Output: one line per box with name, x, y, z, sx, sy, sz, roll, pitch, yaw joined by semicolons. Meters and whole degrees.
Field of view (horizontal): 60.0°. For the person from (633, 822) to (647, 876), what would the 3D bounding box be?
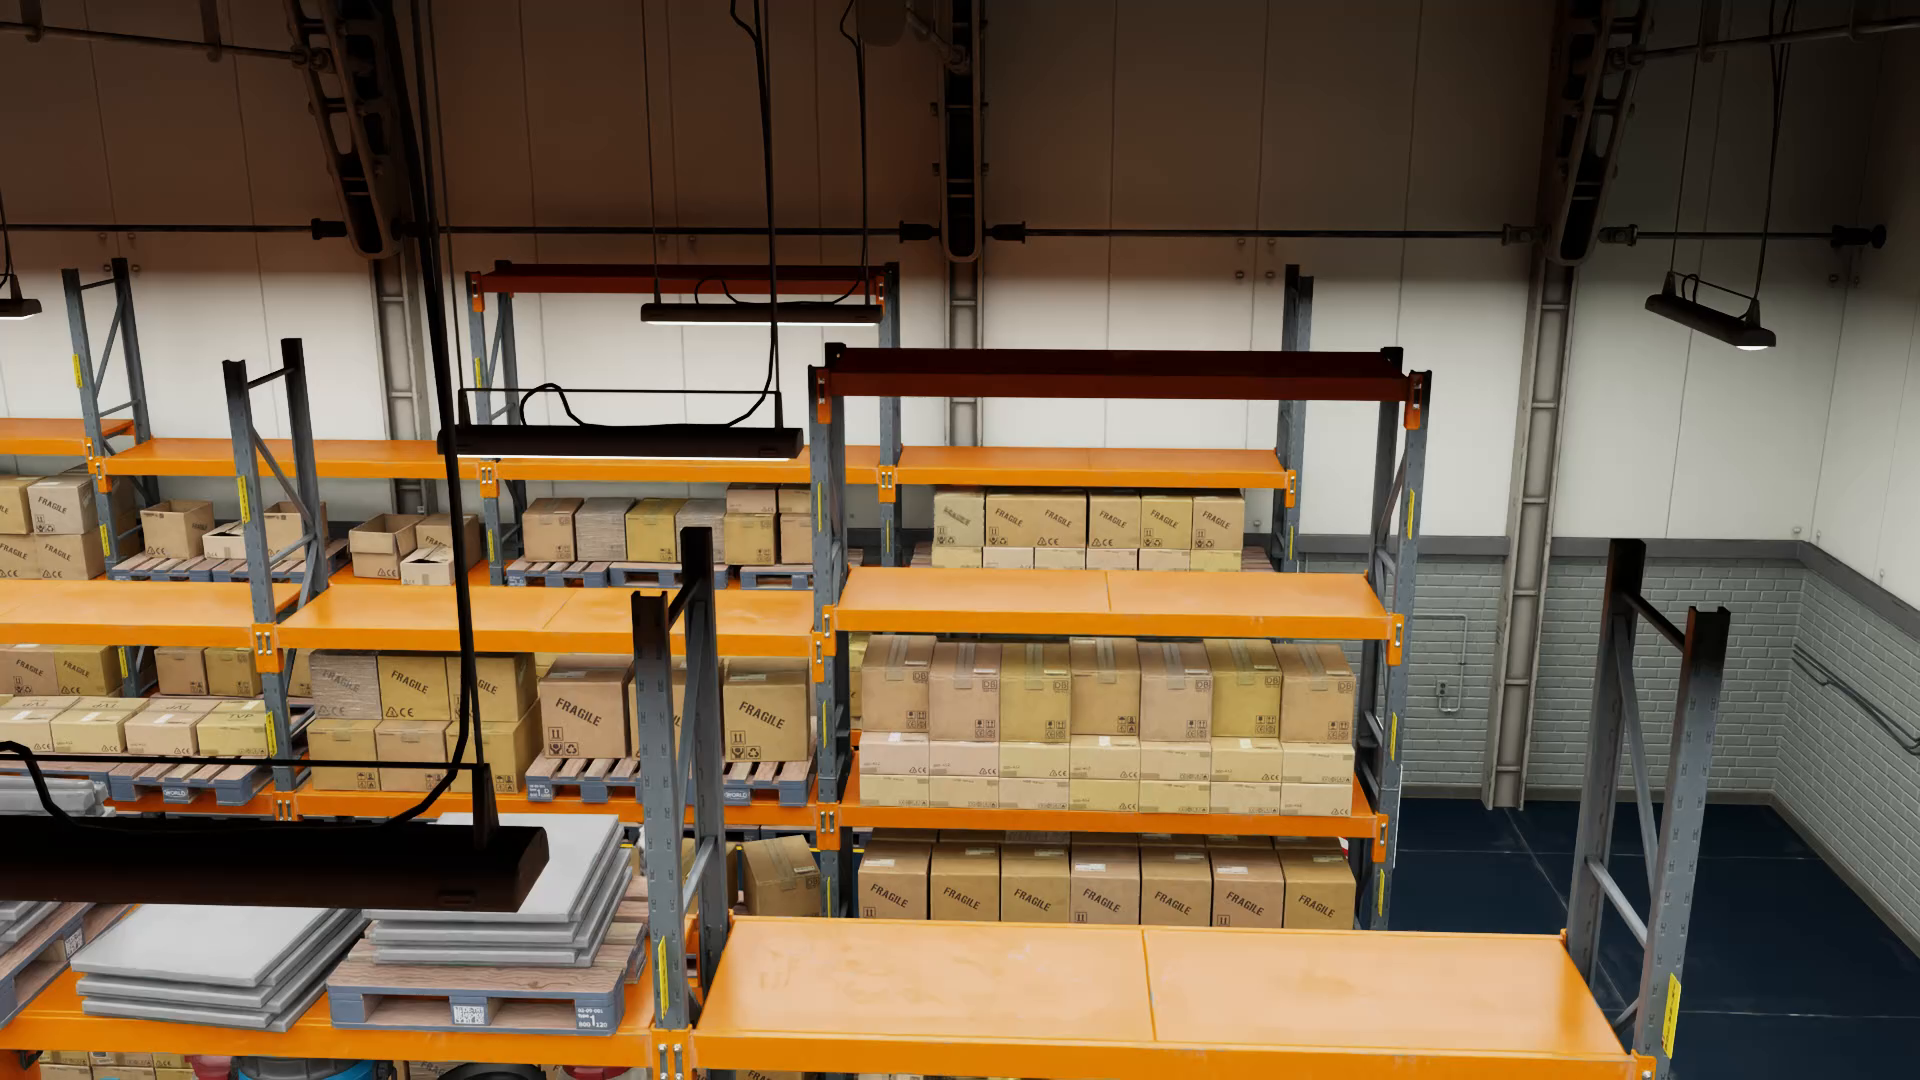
person;-2.827;3.071;15.008;0.880;1.637;0.500;4;17;12
